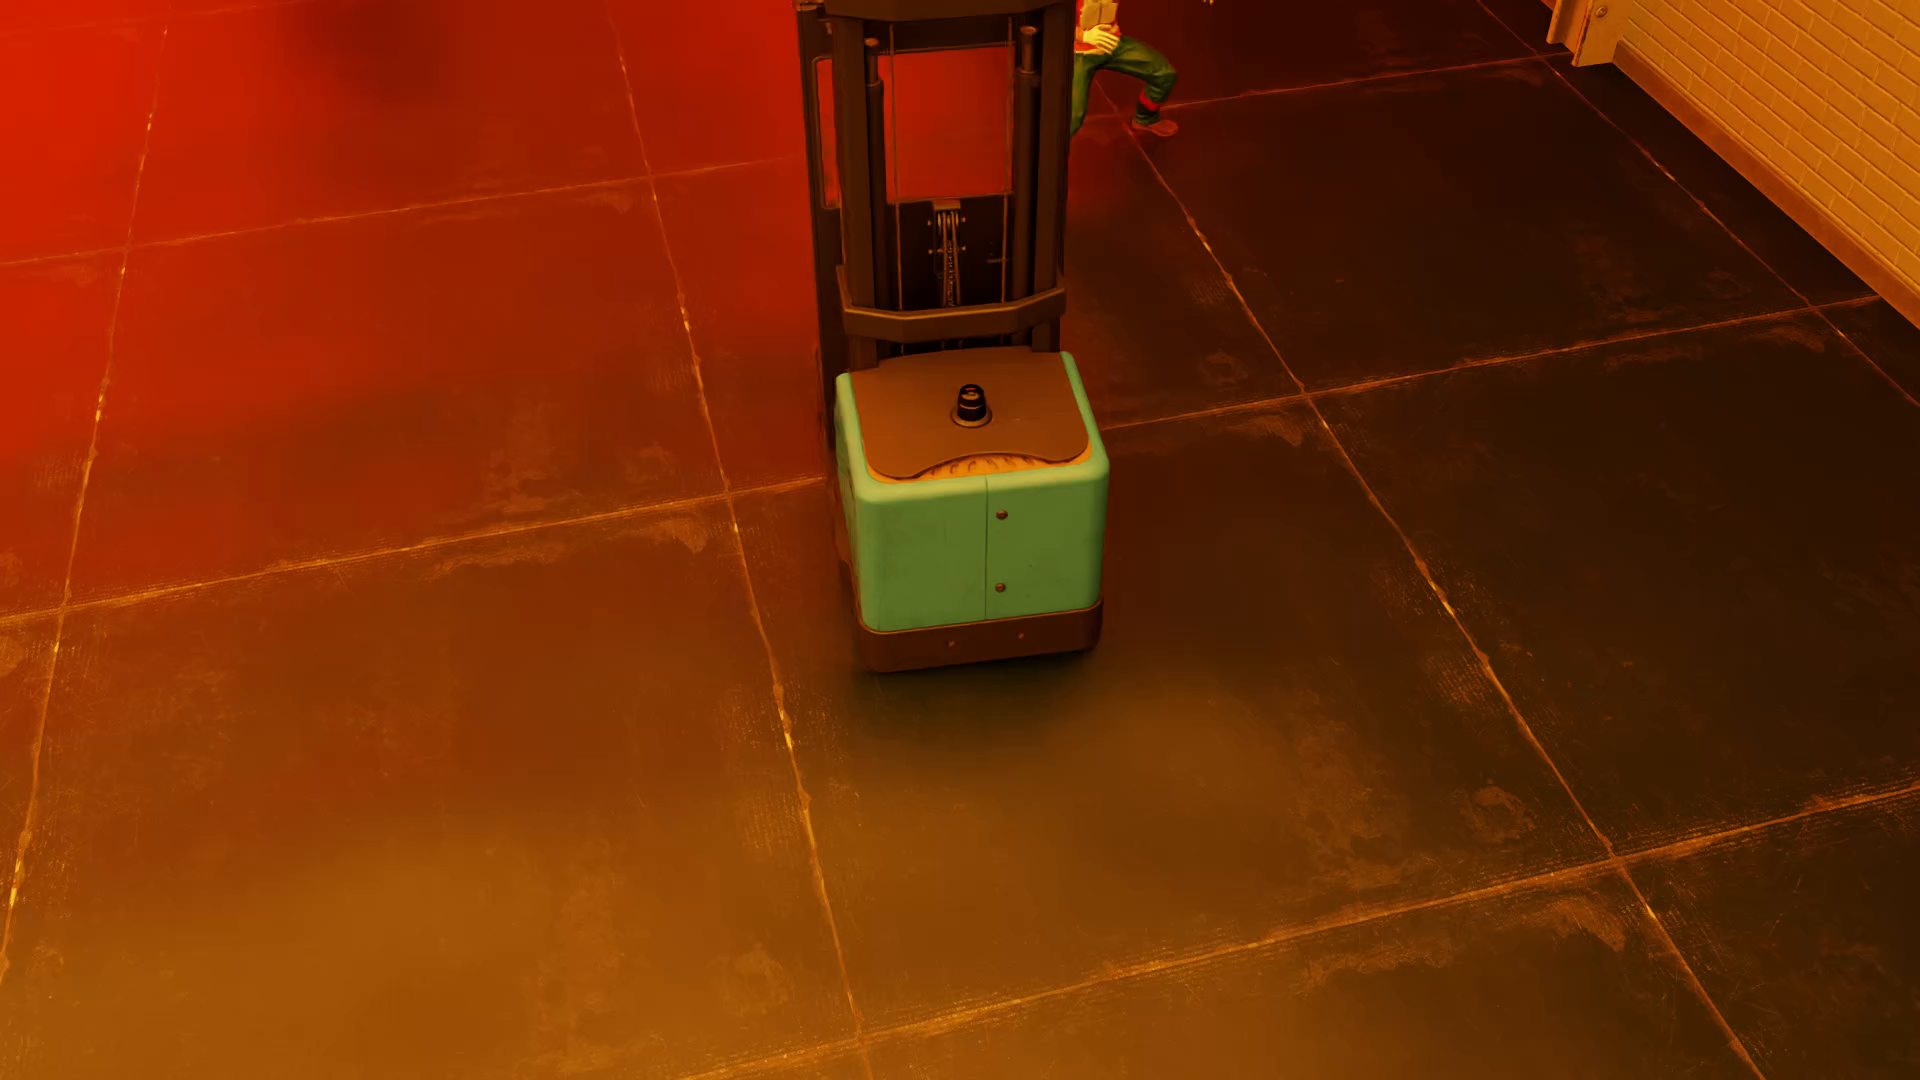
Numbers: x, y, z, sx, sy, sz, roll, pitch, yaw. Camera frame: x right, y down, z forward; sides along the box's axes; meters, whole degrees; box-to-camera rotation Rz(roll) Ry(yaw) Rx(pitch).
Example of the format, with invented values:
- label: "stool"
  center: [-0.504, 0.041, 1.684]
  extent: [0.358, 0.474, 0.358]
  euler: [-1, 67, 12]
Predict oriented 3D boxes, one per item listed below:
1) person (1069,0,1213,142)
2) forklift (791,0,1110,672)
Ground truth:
- label: "person"
  center: [0.881, -2.856, 9.682]
  extent: [1.177, 1.543, 0.712]
  euler: [-19, 47, -19]
- label: "forklift"
  center: [-0.132, -1.522, 7.256]
  extent: [1.130, 2.935, 3.031]
  euler: [-6, 44, -7]
